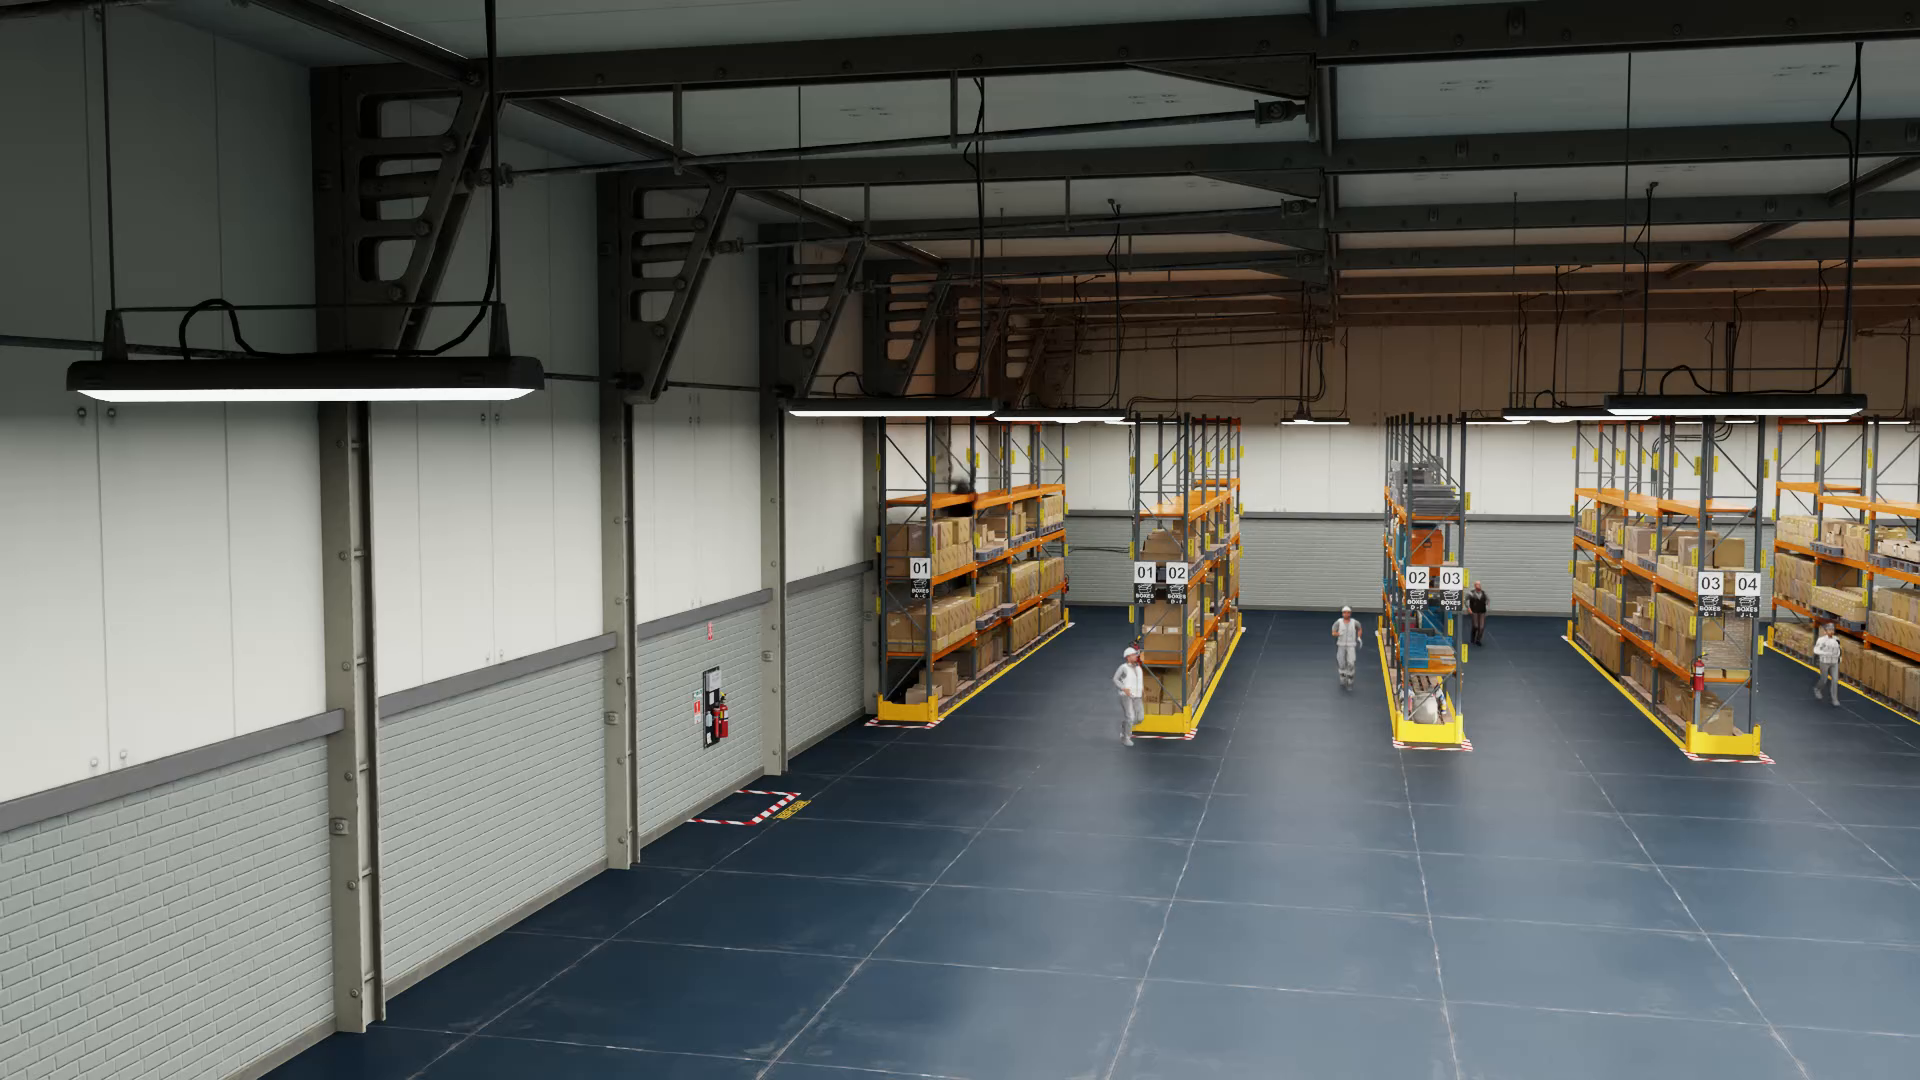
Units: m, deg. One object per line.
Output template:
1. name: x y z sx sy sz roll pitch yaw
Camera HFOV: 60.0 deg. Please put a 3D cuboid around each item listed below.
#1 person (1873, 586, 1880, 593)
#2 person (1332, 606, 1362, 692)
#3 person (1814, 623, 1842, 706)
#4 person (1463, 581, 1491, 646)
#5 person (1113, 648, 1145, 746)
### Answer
1. person: 23.090 2.026 41.959 0.699 1.737 0.758 0 4 -3
2. person: 8.450 2.365 36.330 0.648 1.845 0.799 1 4 15
3. person: 17.851 2.533 34.201 0.554 1.662 0.958 0 4 5
4. person: 13.608 1.932 43.607 0.682 1.697 0.576 0 4 -4
5. person: 3.102 2.830 30.131 0.691 1.743 0.516 -3 5 -33
